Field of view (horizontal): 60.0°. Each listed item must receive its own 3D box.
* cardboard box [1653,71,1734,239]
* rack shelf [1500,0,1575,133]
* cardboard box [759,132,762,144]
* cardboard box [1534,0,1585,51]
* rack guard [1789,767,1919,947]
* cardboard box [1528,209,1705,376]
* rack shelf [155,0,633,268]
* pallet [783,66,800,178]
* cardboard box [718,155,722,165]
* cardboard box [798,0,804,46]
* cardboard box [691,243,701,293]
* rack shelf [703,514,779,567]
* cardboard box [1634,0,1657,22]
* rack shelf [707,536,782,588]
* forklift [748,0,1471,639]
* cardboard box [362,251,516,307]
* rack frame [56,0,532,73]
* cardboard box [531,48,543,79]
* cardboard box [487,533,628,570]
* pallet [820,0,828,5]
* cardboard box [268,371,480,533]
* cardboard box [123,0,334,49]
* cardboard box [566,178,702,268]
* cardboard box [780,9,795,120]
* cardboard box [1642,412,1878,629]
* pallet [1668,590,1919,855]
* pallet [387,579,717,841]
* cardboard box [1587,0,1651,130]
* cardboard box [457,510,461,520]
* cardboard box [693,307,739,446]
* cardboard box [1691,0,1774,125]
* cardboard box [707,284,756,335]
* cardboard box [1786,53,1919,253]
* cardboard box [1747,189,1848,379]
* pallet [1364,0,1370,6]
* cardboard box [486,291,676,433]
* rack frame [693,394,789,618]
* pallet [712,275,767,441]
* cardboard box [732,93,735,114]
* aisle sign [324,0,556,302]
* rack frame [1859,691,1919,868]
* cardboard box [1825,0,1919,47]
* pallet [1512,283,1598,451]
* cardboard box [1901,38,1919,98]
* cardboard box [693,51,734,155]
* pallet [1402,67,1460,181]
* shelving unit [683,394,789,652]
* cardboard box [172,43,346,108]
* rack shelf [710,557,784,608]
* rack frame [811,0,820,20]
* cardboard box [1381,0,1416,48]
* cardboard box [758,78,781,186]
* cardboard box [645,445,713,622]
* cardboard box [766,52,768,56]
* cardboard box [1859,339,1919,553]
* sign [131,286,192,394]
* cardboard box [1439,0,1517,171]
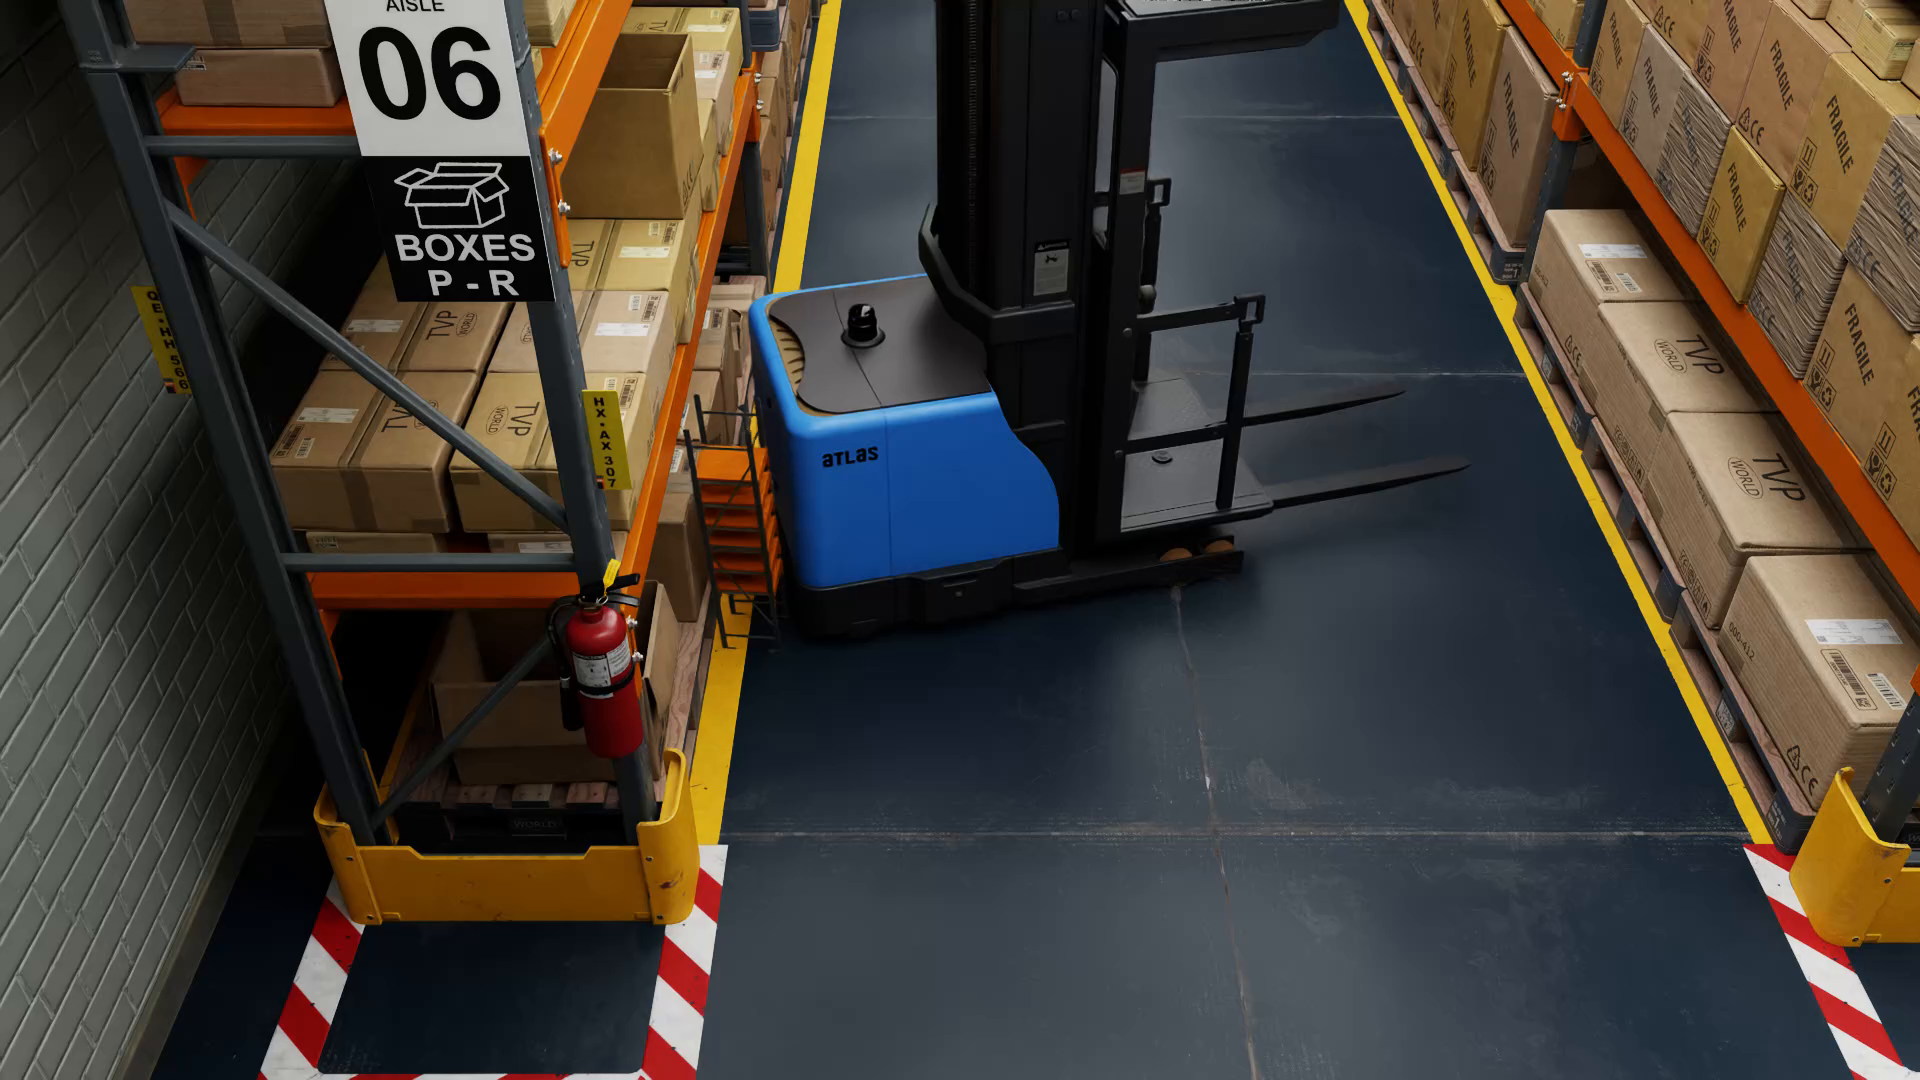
[{"bbox_3d":[3.190,-1.556,6.713,0.500,0.500,0.500,0,39,0],"label":"cardboard box"},{"bbox_3d":[3.459,-3.407,9.678,1.077,0.370,4.000,0,39,0],"label":"rack shelf"},{"bbox_3d":[-1.237,-2.097,8.612,0.380,0.149,0.250,2,39,2],"label":"cardboard box"},{"bbox_3d":[3.208,-2.658,8.289,0.500,0.250,0.500,-1,39,-1],"label":"cardboard box"},{"bbox_3d":[3.466,1.055,5.534,1.175,0.500,0.348,0,39,0],"label":"rack guard"},{"bbox_3d":[3.354,-1.208,8.072,0.875,0.438,0.875,-1,39,-1],"label":"cardboard box"},{"bbox_3d":[-1.500,-2.070,5.611,1.077,0.370,4.000,0,39,0],"label":"rack shelf"},{"bbox_3d":[-1.546,-2.616,10.346,1.003,0.211,1.213,0,39,0],"label":"pallet"},{"bbox_3d":[-1.230,-1.644,7.104,0.380,0.149,0.250,1,39,1],"label":"cardboard box"},{"bbox_3d":[-1.302,-3.543,10.936,0.500,0.500,0.500,-1,39,-1],"label":"cardboard box"},{"bbox_3d":[-1.197,-1.007,6.309,0.380,0.149,0.250,1,39,1],"label":"cardboard box"},{"bbox_3d":[-0.835,-0.005,6.354,0.258,0.103,0.180,3,47,4],"label":"rack shelf"},{"bbox_3d":[3.219,-2.568,7.176,0.500,0.500,0.500,0,39,0],"label":"cardboard box"},{"bbox_3d":[-0.834,0.077,6.442,0.258,0.103,0.180,3,47,4],"label":"rack shelf"},{"bbox_3d":[0.699,-1.254,6.471,3.031,2.935,1.130,-10,40,-12],"label":"forklift"},{"bbox_3d":[-1.759,-0.906,5.865,0.500,0.250,0.500,1,39,1],"label":"cardboard box"},{"bbox_3d":[-1.498,-2.270,2.887,1.000,3.000,0.127,0,39,0],"label":"rack frame"},{"bbox_3d":[-1.266,-1.201,4.153,0.380,0.149,0.250,1,39,1],"label":"cardboard box"},{"bbox_3d":[-1.224,-0.037,5.099,0.380,0.149,0.250,0,39,0],"label":"cardboard box"},{"bbox_3d":[-1.469,-4.359,12.520,1.003,0.211,1.213,0,39,0],"label":"pallet"},{"bbox_3d":[-1.764,-0.274,5.076,0.500,0.250,0.500,1,39,1],"label":"cardboard box"},{"bbox_3d":[-1.771,-1.435,4.126,0.500,0.250,0.500,-1,39,-1],"label":"cardboard box"},{"bbox_3d":[-1.256,-1.223,6.259,0.500,0.250,0.500,-1,39,-1],"label":"cardboard box"},{"bbox_3d":[-1.279,-2.891,10.122,0.500,0.500,0.500,-1,39,-2],"label":"cardboard box"},{"bbox_3d":[3.355,-0.084,6.670,0.875,0.438,0.875,1,39,1],"label":"cardboard box"},{"bbox_3d":[3.386,0.653,6.266,1.003,0.211,1.213,0,39,0],"label":"pallet"},{"bbox_3d":[-1.500,0.613,6.317,1.003,0.211,1.213,0,39,0],"label":"pallet"},{"bbox_3d":[3.200,-2.182,7.494,0.500,0.500,0.500,1,39,1],"label":"cardboard box"},{"bbox_3d":[-1.706,-0.197,5.298,0.380,0.149,0.250,1,39,1],"label":"cardboard box"},{"bbox_3d":[-1.367,-0.684,7.368,0.700,0.500,0.500,-1,39,-2],"label":"cardboard box"},{"bbox_3d":[3.203,-1.932,6.382,0.500,0.500,0.500,1,39,1],"label":"cardboard box"},{"bbox_3d":[-1.208,-1.134,8.210,0.380,0.149,0.250,-1,39,-1],"label":"cardboard box"},{"bbox_3d":[3.200,-1.302,5.596,0.500,0.500,0.500,0,39,0],"label":"cardboard box"},{"bbox_3d":[3.204,-0.911,5.908,0.500,0.500,0.500,1,39,1],"label":"cardboard box"},{"bbox_3d":[3.457,-4.339,12.495,1.003,0.211,1.213,0,39,0],"label":"pallet"},{"bbox_3d":[-1.230,-0.586,5.465,0.500,0.250,0.500,0,39,0],"label":"cardboard box"},{"bbox_3d":[-0.827,-0.102,6.384,0.240,1.200,0.006,3,47,4],"label":"rack frame"},{"bbox_3d":[-1.503,-0.913,8.221,1.003,0.211,1.213,0,39,0],"label":"pallet"},{"bbox_3d":[-1.228,-1.971,7.511,0.380,0.149,0.250,1,39,1],"label":"cardboard box"},{"bbox_3d":[-1.204,-0.901,3.897,0.394,0.787,0.004,0,39,0],"label":"aisle sign"},{"bbox_3d":[3.465,0.065,4.771,1.000,3.000,0.127,0,39,0],"label":"rack frame"},{"bbox_3d":[3.227,-1.804,5.704,0.380,0.149,0.250,1,39,1],"label":"cardboard box"},{"bbox_3d":[3.384,-0.873,8.170,1.003,0.211,1.213,0,39,0],"label":"pallet"},{"bbox_3d":[3.267,-1.483,5.304,0.380,0.149,0.250,0,39,0],"label":"cardboard box"},{"bbox_3d":[-1.243,-1.857,7.050,0.500,0.250,0.500,0,39,0],"label":"cardboard box"},{"bbox_3d":[3.380,-2.596,10.320,1.003,0.211,1.213,0,39,0],"label":"pallet"},{"bbox_3d":[-0.836,-0.035,6.322,0.258,1.200,0.189,3,47,4],"label":"shelving unit"},{"bbox_3d":[-1.730,-1.202,4.153,0.380,0.149,0.250,1,39,1],"label":"cardboard box"},{"bbox_3d":[-0.832,0.160,6.529,0.258,0.103,0.180,3,47,4],"label":"rack shelf"},{"bbox_3d":[-1.507,-4.932,11.006,1.000,3.000,0.127,0,39,0],"label":"rack frame"},{"bbox_3d":[3.374,-3.841,11.007,0.875,0.875,0.875,0,39,0],"label":"cardboard box"},{"bbox_3d":[-1.289,-2.255,9.328,0.500,0.500,0.500,-1,39,-1],"label":"cardboard box"},{"bbox_3d":[-1.366,-0.035,6.558,0.700,0.500,0.500,1,39,2],"label":"cardboard box"},{"bbox_3d":[-1.301,-2.913,9.631,0.380,0.149,0.250,1,39,2],"label":"cardboard box"},{"bbox_3d":[3.200,-0.276,5.115,0.500,0.500,0.500,0,39,0],"label":"cardboard box"},{"bbox_3d":[-2.053,-0.517,4.317,0.100,0.325,0.005,0,39,0],"label":"sign"},{"bbox_3d":[3.371,-2.724,9.614,0.875,0.875,0.875,1,39,1],"label":"cardboard box"}]
